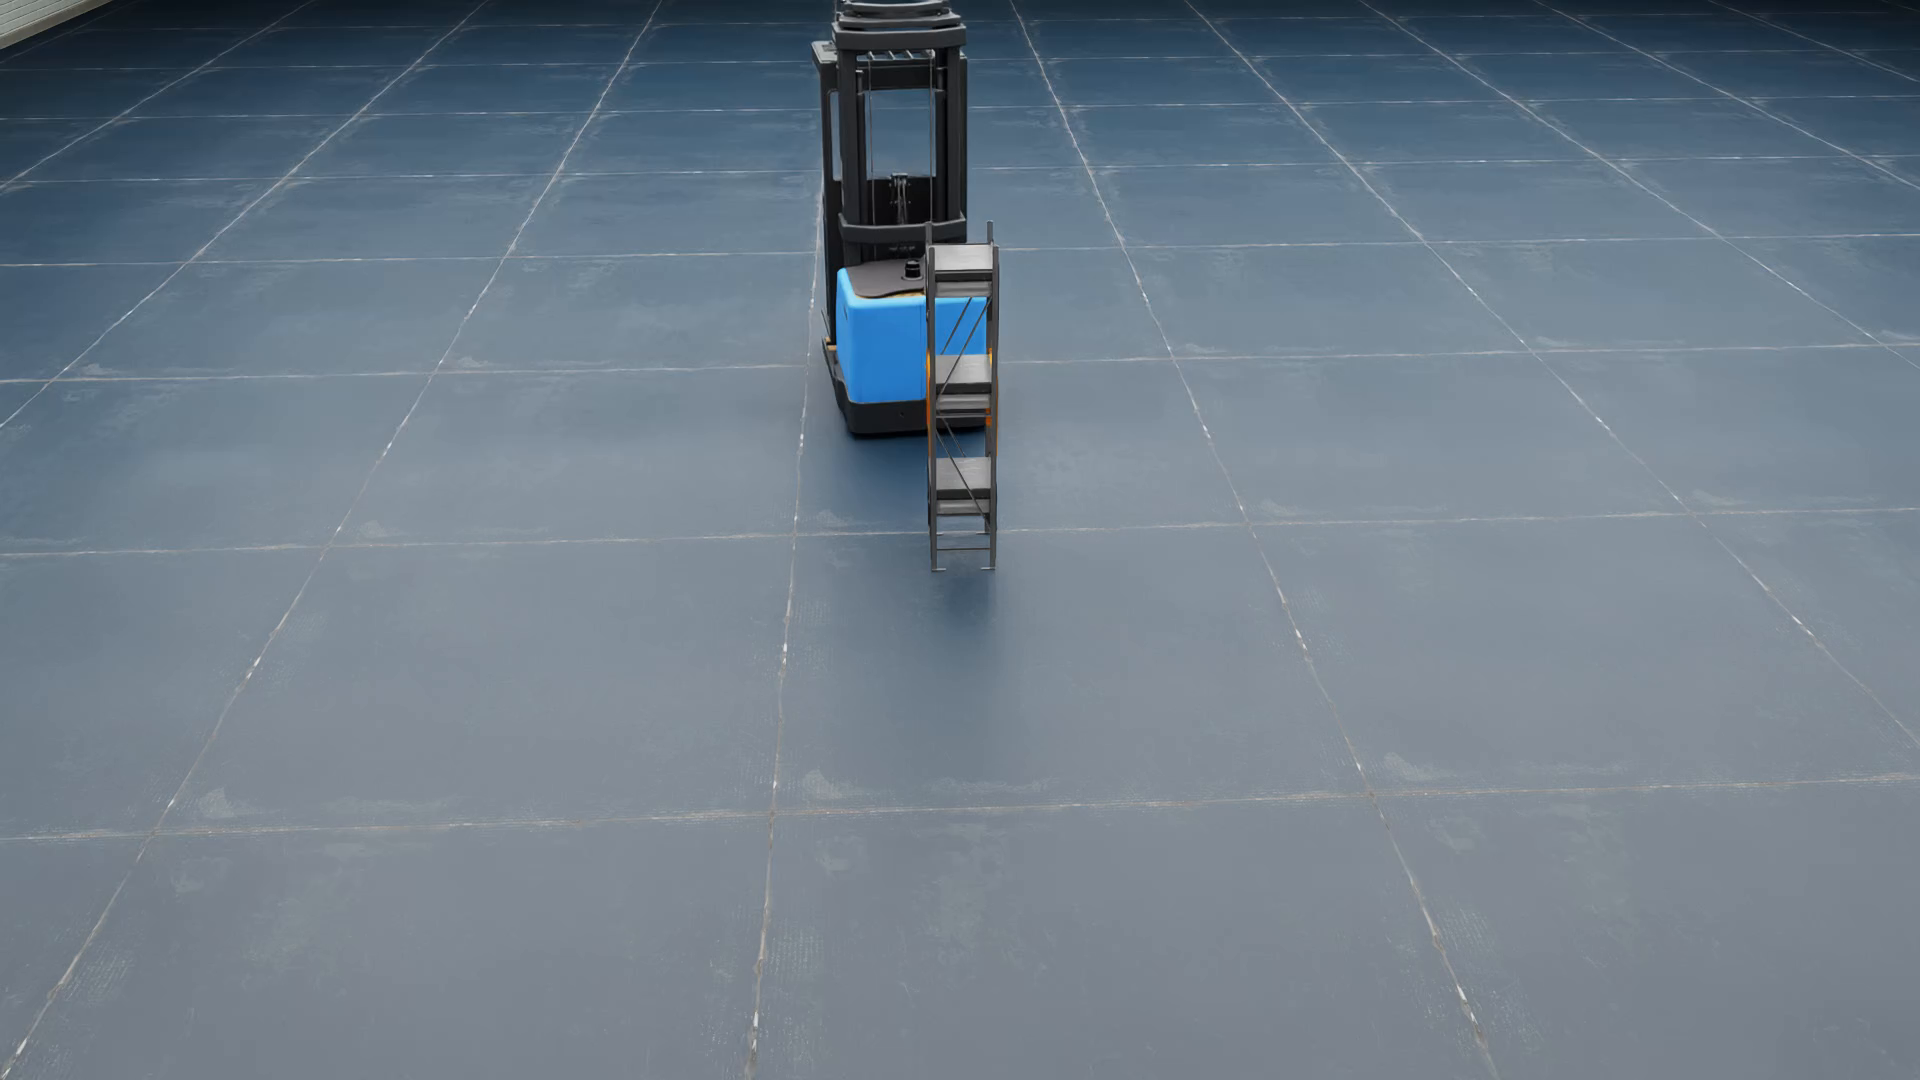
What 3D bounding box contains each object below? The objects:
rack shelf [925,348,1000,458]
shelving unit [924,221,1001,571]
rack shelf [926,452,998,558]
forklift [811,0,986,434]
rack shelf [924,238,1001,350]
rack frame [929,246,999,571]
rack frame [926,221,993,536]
[{"bbox_3d":[0.009,-0.842,10.186,0.431,0.518,0.480,-1,28,-3],"label":"rack shelf"},{"bbox_3d":[0.009,-0.855,10.180,0.431,2.100,0.503,-1,28,-3],"label":"shelving unit"},{"bbox_3d":[0.009,-0.222,10.510,0.431,0.518,0.480,-1,28,-3],"label":"rack shelf"},{"bbox_3d":[-0.531,-2.734,12.885,1.130,2.935,3.031,-5,28,-9],"label":"forklift"},{"bbox_3d":[0.009,-1.463,9.863,0.431,0.518,0.480,-1,28,-3],"label":"rack shelf"},{"bbox_3d":[0.021,-0.742,9.964,0.400,2.100,0.015,-1,28,-3],"label":"rack frame"},{"bbox_3d":[-0.004,-0.967,10.396,0.400,2.100,0.015,-1,28,-3],"label":"rack frame"}]
